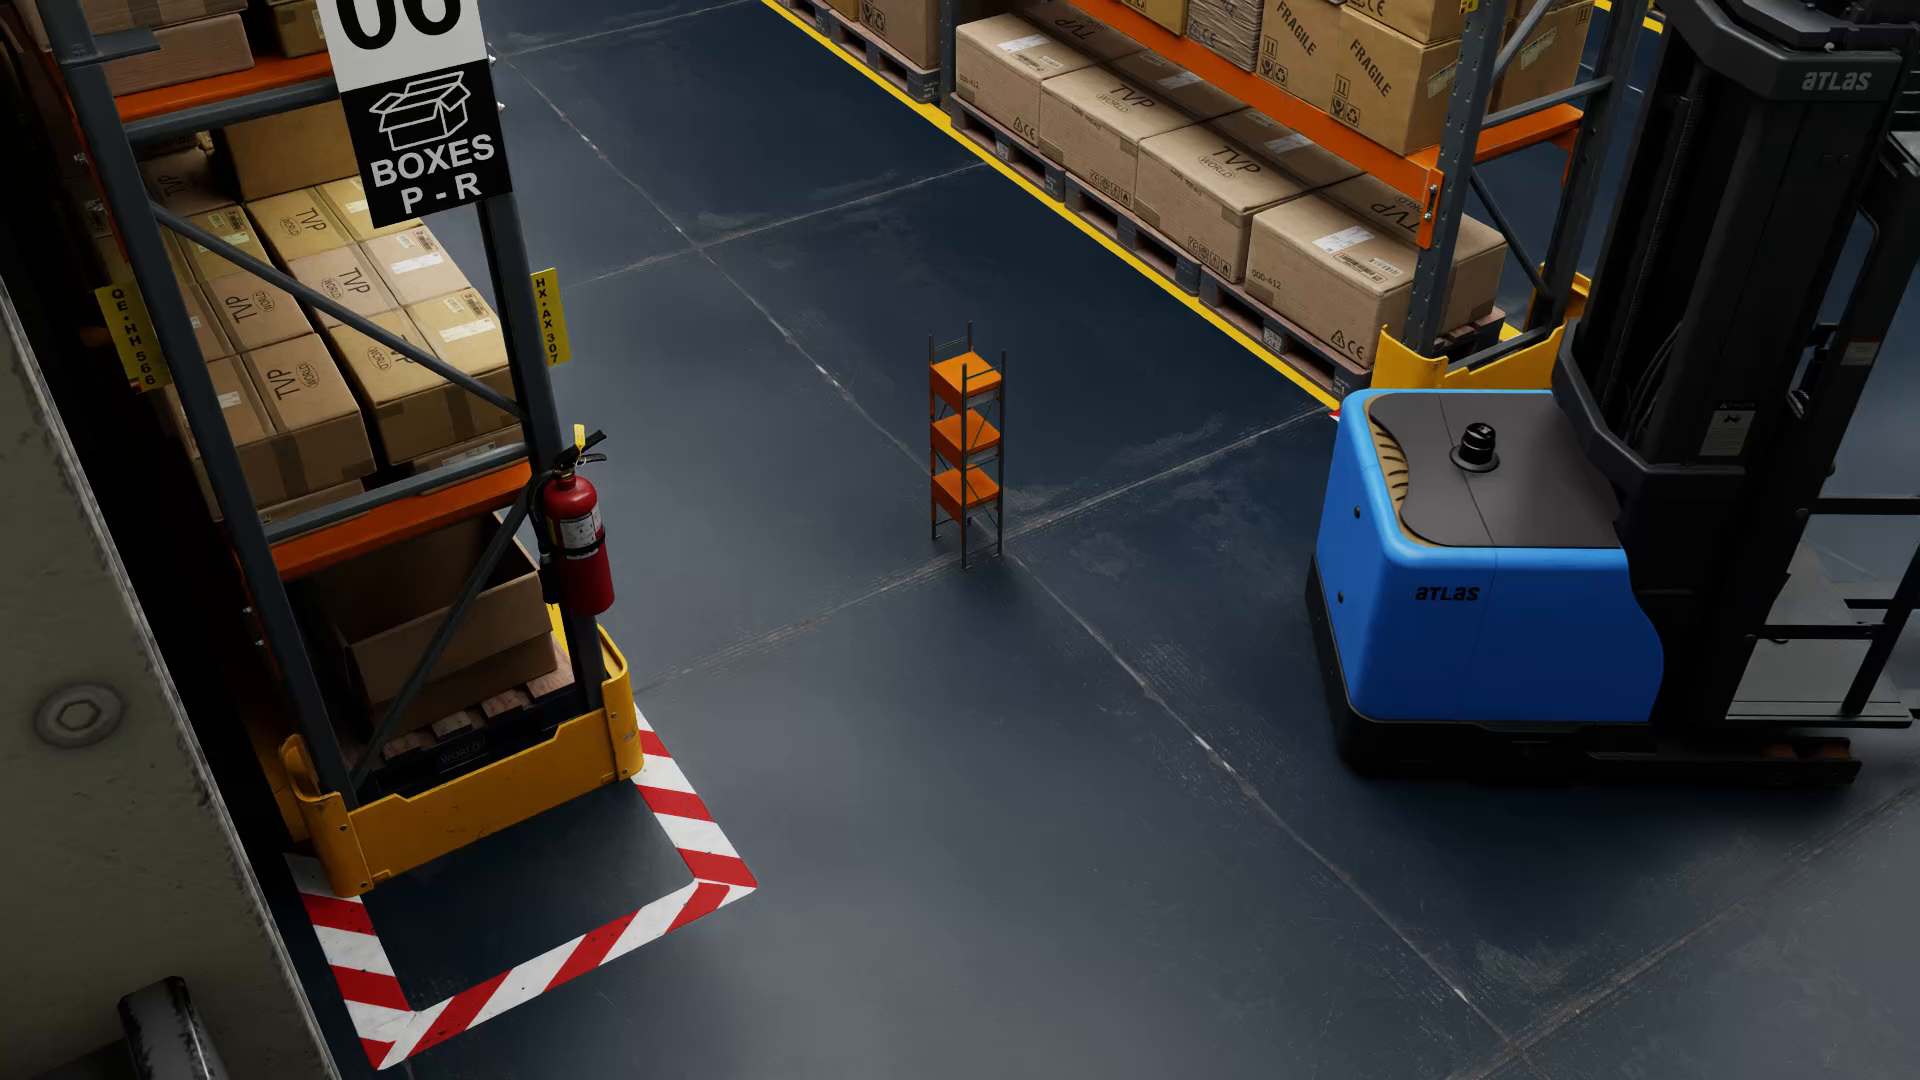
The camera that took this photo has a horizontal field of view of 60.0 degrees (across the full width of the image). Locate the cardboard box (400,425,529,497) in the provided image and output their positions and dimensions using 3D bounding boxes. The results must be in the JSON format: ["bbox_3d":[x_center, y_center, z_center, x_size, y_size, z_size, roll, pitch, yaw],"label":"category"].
[{"bbox_3d":[-1.650,-0.324,5.492,0.380,0.149,0.250,-23,45,-25],"label":"cardboard box"}]

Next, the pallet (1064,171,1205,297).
[{"bbox_3d":[1.330,-1.851,9.306,1.003,0.211,1.213,-22,45,-24],"label":"pallet"}]

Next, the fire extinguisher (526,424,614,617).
[{"bbox_3d":[-1.236,-0.056,5.325,0.296,0.674,0.183,-22,45,-24],"label":"fire extinguisher"}]

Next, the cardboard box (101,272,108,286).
[{"bbox_3d":[-2.981,-0.953,6.246,0.380,0.149,0.250,-22,45,-25],"label":"cardboard box"}]

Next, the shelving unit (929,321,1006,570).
[{"bbox_3d":[0.029,-0.374,6.879,0.215,1.050,0.252,-22,45,-24],"label":"shelving unit"}]

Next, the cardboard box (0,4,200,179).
[{"bbox_3d":[-3.279,-1.757,6.315,0.500,0.500,0.500,-23,45,-26],"label":"cardboard box"}]

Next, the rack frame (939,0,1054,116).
[{"bbox_3d":[0.327,-4.018,9.729,1.000,3.000,0.127,-22,45,-24],"label":"rack frame"}]

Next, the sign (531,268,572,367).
[{"bbox_3d":[-1.247,-0.668,5.033,0.100,0.325,0.005,-22,45,-24],"label":"sign"}]

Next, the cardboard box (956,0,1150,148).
[{"bbox_3d":[0.575,-2.820,9.964,0.875,0.438,0.875,-23,45,-25],"label":"cardboard box"}]

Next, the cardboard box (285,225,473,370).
[{"bbox_3d":[-1.993,-0.815,5.770,0.500,0.250,0.500,-22,44,-24],"label":"cardboard box"}]

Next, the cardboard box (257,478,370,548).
[{"bbox_3d":[-2.109,-0.139,5.270,0.380,0.149,0.250,-23,45,-25],"label":"cardboard box"}]

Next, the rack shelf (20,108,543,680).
[{"bbox_3d":[-2.780,-0.952,6.611,1.077,0.370,4.000,-22,45,-24],"label":"rack shelf"}]

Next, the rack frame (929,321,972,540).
[{"bbox_3d":[-0.037,-0.440,6.958,0.200,1.050,0.008,-22,45,-24],"label":"rack frame"}]

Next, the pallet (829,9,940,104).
[{"bbox_3d":[-0.151,-3.338,11.090,1.003,0.211,1.213,-22,45,-24],"label":"pallet"}]

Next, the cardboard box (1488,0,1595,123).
[{"bbox_3d":[2.462,-2.256,7.536,0.500,0.500,0.500,-23,45,-25],"label":"cardboard box"}]

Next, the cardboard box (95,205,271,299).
[{"bbox_3d":[-2.714,-0.910,5.884,0.500,0.250,0.500,-21,44,-23],"label":"cardboard box"}]

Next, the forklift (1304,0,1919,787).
[{"bbox_3d":[2.931,-0.557,5.628,3.031,2.935,1.130,0,40,0],"label":"forklift"}]

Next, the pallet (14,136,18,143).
[{"bbox_3d":[-5.637,-2.979,10.661,1.003,0.211,1.213,-22,45,-24],"label":"pallet"}]

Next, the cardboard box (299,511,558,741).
[{"bbox_3d":[-1.954,0.286,6.185,0.797,0.503,0.637,-24,45,-26],"label":"cardboard box"}]

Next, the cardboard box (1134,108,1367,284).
[{"bbox_3d":[1.540,-1.849,8.800,0.875,0.438,0.875,-21,44,-23],"label":"cardboard box"}]

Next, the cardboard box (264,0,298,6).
[{"bbox_3d":[-1.713,-1.691,4.478,0.500,0.250,0.500,-23,45,-25],"label":"cardboard box"}]

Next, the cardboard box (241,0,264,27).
[{"bbox_3d":[-1.843,-1.589,4.667,0.380,0.149,0.250,-21,44,-24],"label":"cardboard box"}]

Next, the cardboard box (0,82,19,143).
[{"bbox_3d":[-5.197,-2.513,9.547,0.500,0.500,0.500,-24,45,-26],"label":"cardboard box"}]

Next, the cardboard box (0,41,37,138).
[{"bbox_3d":[-3.817,-2.004,7.197,0.500,0.250,0.500,-23,45,-25],"label":"cardboard box"}]

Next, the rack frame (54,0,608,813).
[{"bbox_3d":[-1.705,-0.149,5.085,1.000,3.000,0.127,-22,45,-24],"label":"rack frame"}]

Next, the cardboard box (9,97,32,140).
[{"bbox_3d":[-4.741,-2.255,8.731,0.380,0.149,0.250,-24,46,-26],"label":"cardboard box"}]

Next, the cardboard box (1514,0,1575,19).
[{"bbox_3d":[2.460,-2.639,7.215,0.500,0.500,0.500,-23,45,-25],"label":"cardboard box"}]

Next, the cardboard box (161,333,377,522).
[{"bbox_3d":[-2.176,-0.362,5.227,0.500,0.250,0.500,-21,44,-23],"label":"cardboard box"}]

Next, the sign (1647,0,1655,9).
[{"bbox_3d":[2.949,-2.410,7.061,0.100,0.325,0.005,-22,45,-24],"label":"sign"}]

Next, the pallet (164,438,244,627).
[{"bbox_3d":[-2.827,-0.206,7.333,1.003,0.211,1.213,-22,45,-24],"label":"pallet"}]

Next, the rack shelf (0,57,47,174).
[{"bbox_3d":[-4.931,-3.111,9.202,1.077,0.370,4.000,-22,45,-24],"label":"rack shelf"}]

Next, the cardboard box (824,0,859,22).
[{"bbox_3d":[-0.566,-4.155,11.225,0.875,0.875,0.875,-21,44,-23],"label":"cardboard box"}]

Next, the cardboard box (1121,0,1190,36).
[{"bbox_3d":[1.165,-2.892,8.299,0.500,0.500,0.500,-21,44,-23],"label":"cardboard box"}]

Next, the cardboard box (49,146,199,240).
[{"bbox_3d":[-3.266,-1.457,6.540,0.500,0.250,0.500,-21,44,-23],"label":"cardboard box"}]

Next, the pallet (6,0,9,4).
[{"bbox_3d":[-4.193,-2.703,8.300,1.003,0.211,1.213,-22,45,-24],"label":"pallet"}]

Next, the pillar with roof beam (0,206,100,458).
[{"bbox_3d":[-0.611,-5.408,6.711,9.100,9.000,0.400,-22,45,-24],"label":"pillar with roof beam"}]

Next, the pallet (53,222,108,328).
[{"bbox_3d":[-4.325,-1.662,9.080,1.003,0.211,1.213,-22,45,-24],"label":"pallet"}]

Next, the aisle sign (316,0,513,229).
[{"bbox_3d":[-1.421,-1.212,4.330,0.394,0.787,0.004,-22,45,-24],"label":"aisle sign"}]

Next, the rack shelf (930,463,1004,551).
[{"bbox_3d":[0.029,-0.153,7.064,0.215,0.259,0.240,-22,45,-24],"label":"rack shelf"}]

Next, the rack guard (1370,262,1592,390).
[{"bbox_3d":[2.491,-0.886,7.923,1.175,0.500,0.348,-22,45,-24],"label":"rack guard"}]

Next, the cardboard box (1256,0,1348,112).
[{"bbox_3d":[1.739,-2.343,7.641,0.500,0.500,0.500,-23,45,-25],"label":"cardboard box"}]

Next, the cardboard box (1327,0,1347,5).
[{"bbox_3d":[1.712,-2.732,7.326,0.500,0.500,0.500,-22,45,-24],"label":"cardboard box"}]

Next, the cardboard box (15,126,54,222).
[{"bbox_3d":[-4.628,-1.943,8.863,0.500,0.500,0.500,-24,45,-26],"label":"cardboard box"}]

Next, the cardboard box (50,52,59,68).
[{"bbox_3d":[-2.266,-1.419,4.463,0.380,0.149,0.250,-21,44,-24],"label":"cardboard box"}]

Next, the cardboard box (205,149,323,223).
[{"bbox_3d":[-2.561,-1.356,6.419,0.500,0.250,0.500,-23,45,-25],"label":"cardboard box"}]
